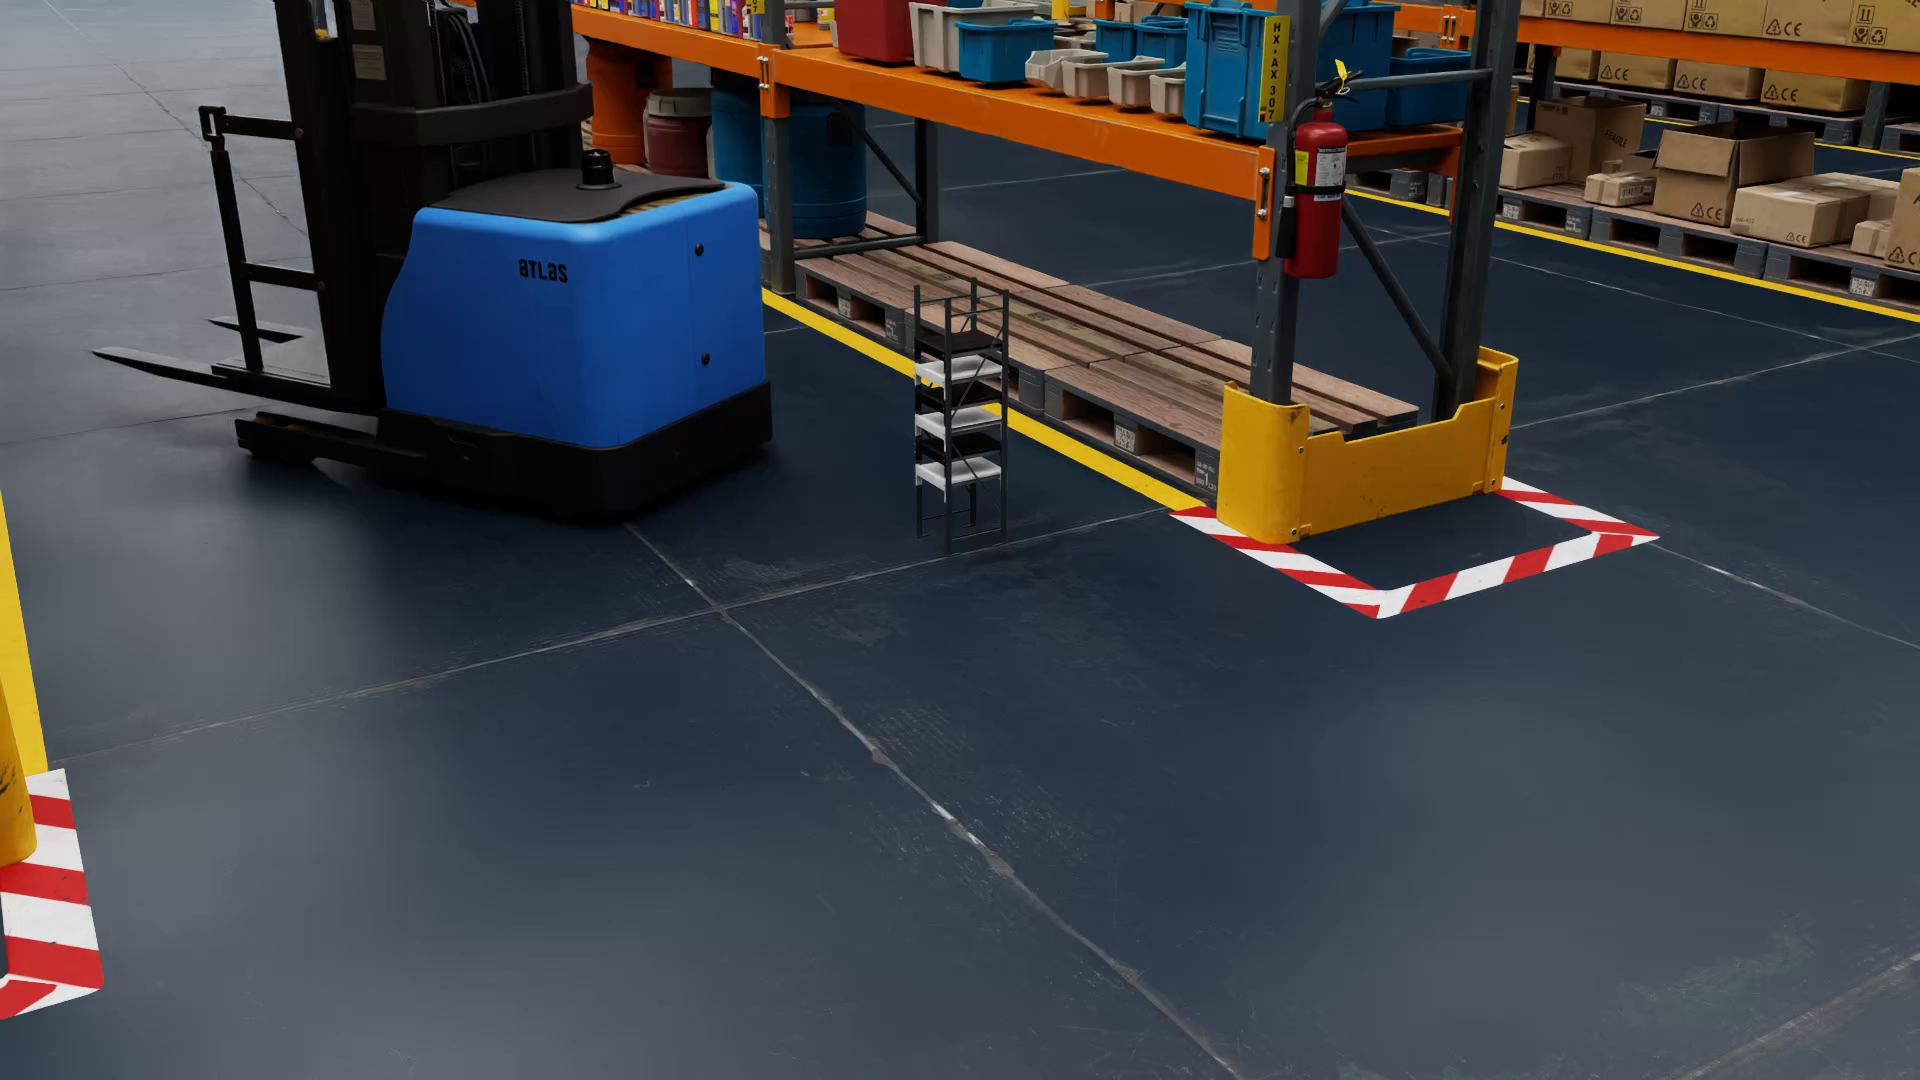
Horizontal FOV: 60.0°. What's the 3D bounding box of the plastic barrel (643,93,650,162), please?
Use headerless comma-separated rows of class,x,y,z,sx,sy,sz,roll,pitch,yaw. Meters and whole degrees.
plastic barrel,-1.990,-2.847,11.579,0.421,0.512,0.421,0,22,0

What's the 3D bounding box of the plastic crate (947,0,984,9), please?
plastic crate,-0.045,-2.766,8.574,0.392,0.384,0.575,-13,25,-28

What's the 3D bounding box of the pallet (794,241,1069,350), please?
pallet,-0.167,-1.308,8.750,1.003,0.211,1.213,-13,25,-28

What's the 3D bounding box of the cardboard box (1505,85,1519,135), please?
cardboard box,3.646,-3.032,12.022,0.500,0.500,0.500,-14,26,-31

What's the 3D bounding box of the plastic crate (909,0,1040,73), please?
plastic crate,0.045,-2.274,7.500,0.437,0.282,0.530,-13,25,-28

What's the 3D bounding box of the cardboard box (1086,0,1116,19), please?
cardboard box,2.087,-7.338,22.868,0.500,0.311,0.500,-16,27,-34

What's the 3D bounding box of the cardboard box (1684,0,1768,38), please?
cardboard box,4.489,-3.119,9.370,0.500,0.500,0.500,-13,25,-29

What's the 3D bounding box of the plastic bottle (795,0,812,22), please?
plastic bottle,-0.958,-3.296,10.102,0.152,0.276,0.135,-13,25,-28

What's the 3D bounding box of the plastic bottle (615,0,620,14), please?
plastic bottle,-2.169,-3.522,10.663,0.097,0.271,0.097,0,22,0

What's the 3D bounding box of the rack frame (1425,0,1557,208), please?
rack frame,3.684,-3.782,11.134,1.000,3.000,0.127,-13,25,-28

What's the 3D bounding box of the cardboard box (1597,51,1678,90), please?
cardboard box,6.602,-4.682,15.644,0.750,0.750,0.750,-13,25,-28

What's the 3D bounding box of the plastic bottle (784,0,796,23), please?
plastic bottle,-1.089,-3.267,10.030,0.152,0.276,0.135,-13,25,-28

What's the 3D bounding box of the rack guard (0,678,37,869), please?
rack guard,-2.779,0.582,3.715,1.175,0.500,0.348,-13,25,-28

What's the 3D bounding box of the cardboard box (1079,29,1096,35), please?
cardboard box,1.350,-4.652,15.623,0.500,0.311,0.500,-13,26,-30

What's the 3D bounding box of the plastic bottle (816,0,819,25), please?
plastic bottle,-0.807,-3.186,9.931,0.097,0.201,0.097,0,22,0

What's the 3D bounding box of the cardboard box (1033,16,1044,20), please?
cardboard box,0.575,-5.147,16.841,0.500,0.311,0.500,-13,25,-28

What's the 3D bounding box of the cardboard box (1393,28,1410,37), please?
cardboard box,5.044,-5.645,18.451,0.700,0.500,0.500,-13,25,-29

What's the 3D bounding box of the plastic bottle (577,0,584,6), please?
plastic bottle,-2.548,-3.754,11.219,0.061,0.283,0.133,-13,25,-28

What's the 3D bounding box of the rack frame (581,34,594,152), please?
rack frame,-2.620,-4.126,11.978,1.000,3.000,0.127,-13,25,-28

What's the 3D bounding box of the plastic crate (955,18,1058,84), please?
plastic crate,0.198,-2.102,7.141,0.416,0.233,0.300,-13,25,-28

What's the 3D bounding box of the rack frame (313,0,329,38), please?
rack frame,-6.706,-6.715,18.349,1.000,3.000,0.127,-13,25,-28

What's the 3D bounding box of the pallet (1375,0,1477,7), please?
pallet,3.370,-3.973,11.858,1.003,0.211,1.213,-13,25,-28

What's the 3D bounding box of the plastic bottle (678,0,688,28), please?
plastic bottle,-1.568,-3.164,9.777,0.152,0.276,0.135,-13,25,-28

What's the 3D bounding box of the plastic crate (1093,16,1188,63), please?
plastic crate,0.798,-2.153,7.267,0.416,0.233,0.300,-13,25,-28

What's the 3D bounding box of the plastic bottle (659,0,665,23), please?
plastic bottle,-1.770,-3.237,10.055,0.097,0.201,0.097,0,22,0

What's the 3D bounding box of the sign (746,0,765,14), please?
sign,-1.050,-2.854,8.482,0.100,0.325,0.005,-13,25,-28

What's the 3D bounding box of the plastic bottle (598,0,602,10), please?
plastic bottle,-2.336,-3.596,10.938,0.097,0.201,0.097,0,22,0

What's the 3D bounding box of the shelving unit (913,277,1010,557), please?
shelving unit,0.004,-0.414,5.636,0.258,0.900,0.210,-13,25,-28

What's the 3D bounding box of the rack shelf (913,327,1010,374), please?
rack shelf,0.004,-0.633,5.546,0.258,0.077,0.200,-13,25,-28

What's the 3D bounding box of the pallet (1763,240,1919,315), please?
pallet,5.280,-1.478,9.168,1.003,0.211,1.213,-13,25,-28

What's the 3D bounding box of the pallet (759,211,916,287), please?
pallet,-0.935,-1.797,9.952,1.003,0.211,1.213,-13,25,-28

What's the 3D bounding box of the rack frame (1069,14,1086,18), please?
rack frame,1.811,-8.621,23.038,1.000,3.000,0.127,-13,25,-28

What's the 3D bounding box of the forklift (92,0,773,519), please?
forklift,-2.291,-1.812,6.378,3.031,2.935,1.130,11,25,26

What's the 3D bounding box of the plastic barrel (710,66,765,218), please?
plastic barrel,-1.201,-2.462,10.114,0.600,0.901,0.708,-13,25,-28

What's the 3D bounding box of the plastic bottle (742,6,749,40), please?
plastic bottle,-1.138,-2.836,9.070,0.097,0.201,0.097,0,22,0

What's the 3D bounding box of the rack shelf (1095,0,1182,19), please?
rack shelf,0.619,-5.391,16.047,1.077,0.370,4.000,-13,25,-28

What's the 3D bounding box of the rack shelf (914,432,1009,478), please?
rack shelf,0.004,-0.300,5.682,0.258,0.077,0.200,-13,25,-28

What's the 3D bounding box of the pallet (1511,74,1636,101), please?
pallet,6.235,-4.470,16.528,1.003,0.211,1.213,-13,25,-28

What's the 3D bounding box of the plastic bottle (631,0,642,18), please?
plastic bottle,-1.968,-3.417,10.399,0.152,0.276,0.135,-13,25,-28

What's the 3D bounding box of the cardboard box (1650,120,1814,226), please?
cardboard box,4.648,-2.223,10.027,0.797,0.503,0.637,-13,25,-28

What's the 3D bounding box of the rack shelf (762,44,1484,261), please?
rack shelf,0.445,-1.850,7.335,1.077,0.370,4.000,-13,25,-28

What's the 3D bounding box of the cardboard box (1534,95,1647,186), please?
cardboard box,4.219,-2.698,11.202,0.500,0.500,0.500,-13,25,-28

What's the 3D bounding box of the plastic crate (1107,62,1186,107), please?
plastic crate,0.759,-1.767,6.447,0.396,0.136,0.243,-13,25,-28

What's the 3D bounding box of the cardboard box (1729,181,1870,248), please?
cardboard box,4.778,-1.859,9.470,0.500,0.250,0.500,-13,25,-28

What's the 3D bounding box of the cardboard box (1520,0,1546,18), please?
cardboard box,3.710,-3.611,10.580,0.500,0.500,0.500,-12,25,-27

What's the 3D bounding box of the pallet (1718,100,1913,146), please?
pallet,7.482,-3.680,14.585,1.003,0.211,1.213,-13,25,-28

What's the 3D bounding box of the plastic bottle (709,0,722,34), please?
plastic bottle,-1.327,-3.043,9.379,0.144,0.351,0.185,-13,25,-28
